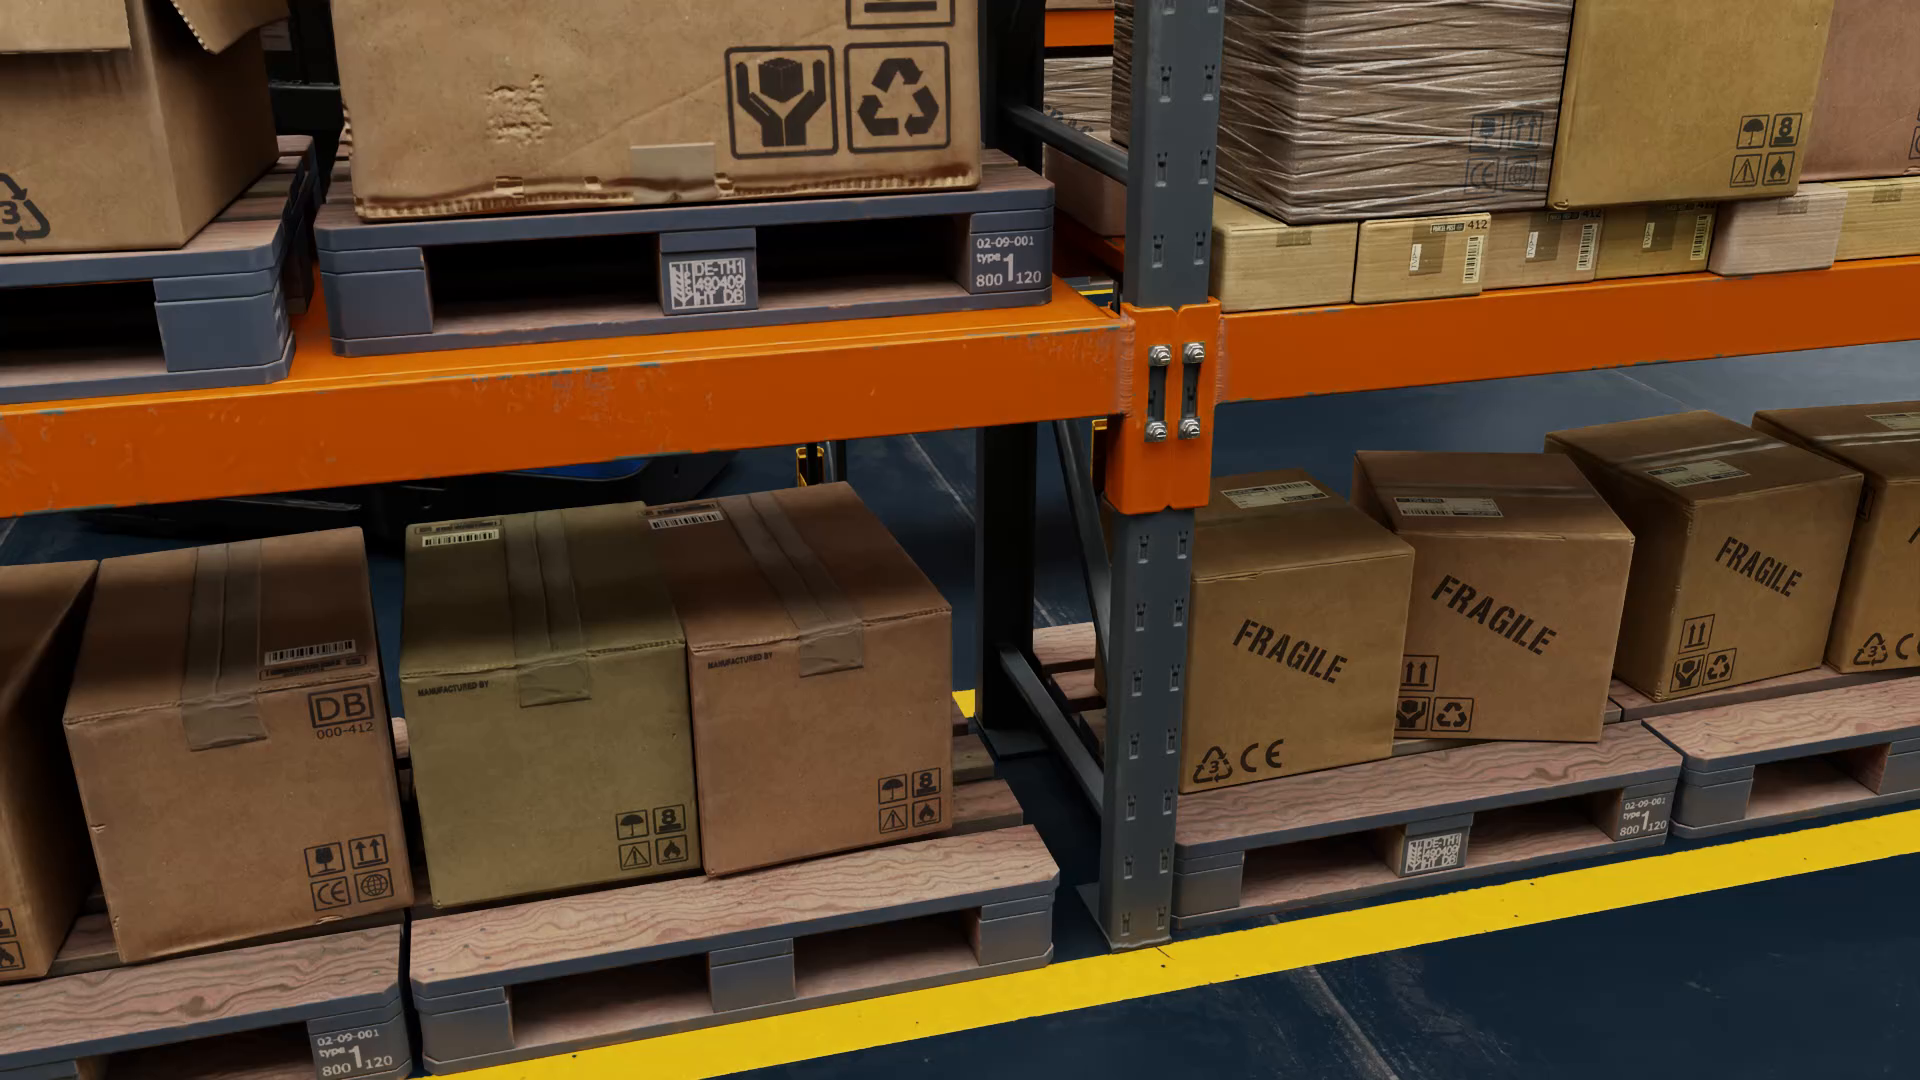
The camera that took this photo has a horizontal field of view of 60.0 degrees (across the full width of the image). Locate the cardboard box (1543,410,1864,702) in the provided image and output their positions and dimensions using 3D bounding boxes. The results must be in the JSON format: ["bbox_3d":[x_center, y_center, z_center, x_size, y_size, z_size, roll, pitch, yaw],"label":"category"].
[{"bbox_3d":[1.752,0.022,4.033,0.500,0.500,0.500,-9,25,-19],"label":"cardboard box"}]

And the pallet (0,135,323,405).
[{"bbox_3d":[-1.727,-0.459,2.759,1.213,0.211,1.003,-6,24,-14],"label":"pallet"}]

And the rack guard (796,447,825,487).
[{"bbox_3d":[-0.406,-0.070,5.096,0.087,0.250,0.587,-6,24,-14],"label":"rack guard"}]

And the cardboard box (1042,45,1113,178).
[{"bbox_3d":[0.478,-1.995,8.257,0.875,0.875,0.875,-6,24,-14],"label":"cardboard box"}]

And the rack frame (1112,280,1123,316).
[{"bbox_3d":[0.572,-0.752,5.102,0.032,1.500,0.500,-6,24,-14],"label":"rack frame"}]

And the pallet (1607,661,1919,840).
[{"bbox_3d":[2.044,0.318,4.240,1.213,0.211,1.003,-6,24,-14],"label":"pallet"}]

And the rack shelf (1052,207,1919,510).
[{"bbox_3d":[2.155,-0.629,3.825,4.000,0.370,1.077,-6,24,-14],"label":"rack shelf"}]

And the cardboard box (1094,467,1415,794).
[{"bbox_3d":[0.626,0.182,3.660,0.500,0.500,0.500,-7,24,-16],"label":"cardboard box"}]

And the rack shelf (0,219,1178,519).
[{"bbox_3d":[-1.696,-0.203,2.832,4.000,0.370,1.077,-6,24,-14],"label":"rack shelf"}]

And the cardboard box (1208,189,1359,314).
[{"bbox_3d":[0.518,-0.540,3.023,0.250,0.149,0.380,-6,24,-14],"label":"cardboard box"}]

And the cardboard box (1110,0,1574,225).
[{"bbox_3d":[0.680,-0.954,3.165,0.500,0.500,0.875,-6,24,-14],"label":"cardboard box"}]

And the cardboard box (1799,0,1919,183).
[{"bbox_3d":[1.625,-1.085,3.471,0.500,0.500,0.875,-6,24,-14],"label":"cardboard box"}]

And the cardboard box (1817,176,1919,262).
[{"bbox_3d":[1.715,-0.682,3.355,0.250,0.149,0.380,-6,24,-14],"label":"cardboard box"}]

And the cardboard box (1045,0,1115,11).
[{"bbox_3d":[0.414,-2.833,7.859,0.550,0.550,0.875,-6,24,-14],"label":"cardboard box"}]

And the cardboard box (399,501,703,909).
[{"bbox_3d":[-0.832,0.301,3.357,0.500,0.500,0.700,-6,24,-15],"label":"cardboard box"}]

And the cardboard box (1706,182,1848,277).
[{"bbox_3d":[1.485,-0.640,3.256,0.250,0.149,0.380,-6,24,-14],"label":"cardboard box"}]

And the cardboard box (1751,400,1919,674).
[{"bbox_3d":[2.301,-0.021,4.132,0.500,0.500,0.500,-4,24,-9],"label":"cardboard box"}]

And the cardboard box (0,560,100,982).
[{"bbox_3d":[-1.907,0.420,3.079,0.500,0.500,0.700,-4,24,-10],"label":"cardboard box"}]

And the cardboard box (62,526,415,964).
[{"bbox_3d":[-1.370,0.360,3.218,0.500,0.500,0.700,-8,25,-19],"label":"cardboard box"}]

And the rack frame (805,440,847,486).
[{"bbox_3d":[-0.407,-0.644,4.849,0.032,1.500,0.500,-6,24,-14],"label":"rack frame"}]

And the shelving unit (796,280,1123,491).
[{"bbox_3d":[0.073,-0.697,4.973,1.083,1.500,0.587,-6,24,-14],"label":"shelving unit"}]

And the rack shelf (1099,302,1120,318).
[{"bbox_3d":[0.082,-0.533,5.046,1.000,0.185,0.538,-6,24,-14],"label":"rack shelf"}]

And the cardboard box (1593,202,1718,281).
[{"bbox_3d":[1.234,-0.629,3.230,0.250,0.149,0.380,-6,24,-14],"label":"cardboard box"}]

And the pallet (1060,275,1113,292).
[{"bbox_3d":[0.917,-1.542,8.575,1.213,0.211,1.003,-6,24,-14],"label":"pallet"}]

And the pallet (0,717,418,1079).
[{"bbox_3d":[-1.696,0.750,3.235,1.213,0.211,1.003,-6,24,-14],"label":"pallet"}]

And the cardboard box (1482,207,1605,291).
[{"bbox_3d":[0.995,-0.599,3.160,0.250,0.149,0.380,-6,24,-14],"label":"cardboard box"}]

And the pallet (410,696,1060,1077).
[{"bbox_3d":[-0.520,0.618,3.541,1.213,0.211,1.003,-6,24,-14],"label":"pallet"}]

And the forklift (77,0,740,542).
[{"bbox_3d":[-2.338,-1.556,5.160,3.031,2.935,1.130,5,24,11],"label":"forklift"}]

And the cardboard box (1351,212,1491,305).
[{"bbox_3d":[0.762,-0.562,3.073,0.250,0.149,0.380,-6,24,-14],"label":"cardboard box"}]

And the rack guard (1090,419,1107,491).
[{"bbox_3d":[0.553,-0.176,5.343,0.087,0.250,0.587,-6,24,-14],"label":"rack guard"}]

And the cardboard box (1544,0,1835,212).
[{"bbox_3d":[1.171,-0.994,3.258,0.500,0.500,0.875,-6,24,-14],"label":"cardboard box"}]

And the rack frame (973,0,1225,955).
[{"bbox_3d":[0.230,-0.747,3.186,0.127,3.000,1.000,-6,24,-14],"label":"rack frame"}]

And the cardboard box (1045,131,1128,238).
[{"bbox_3d":[0.357,-0.766,3.549,0.250,0.149,0.380,-6,24,-14],"label":"cardboard box"}]

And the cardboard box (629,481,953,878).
[{"bbox_3d":[-0.367,0.257,3.459,0.500,0.500,0.700,-8,25,-18],"label":"cardboard box"}]

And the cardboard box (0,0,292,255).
[{"bbox_3d":[-1.414,-0.767,2.571,0.637,0.503,0.797,-4,24,-9],"label":"cardboard box"}]

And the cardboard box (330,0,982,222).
[{"bbox_3d":[-0.573,-1.184,2.912,1.000,1.000,1.000,-6,24,-14],"label":"cardboard box"}]

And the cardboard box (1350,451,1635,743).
[{"bbox_3d":[1.175,0.118,3.809,0.500,0.500,0.500,1,23,3],"label":"cardboard box"}]

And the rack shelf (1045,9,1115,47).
[{"bbox_3d":[0.913,-2.523,8.238,4.000,0.370,1.077,-6,24,-14],"label":"rack shelf"}]

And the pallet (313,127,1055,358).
[{"bbox_3d":[-0.546,-0.632,3.163,1.213,0.211,1.003,-6,24,-14],"label":"pallet"}]

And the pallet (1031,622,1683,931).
[{"bbox_3d":[0.867,0.450,3.934,1.213,0.211,1.003,-6,24,-14],"label":"pallet"}]
